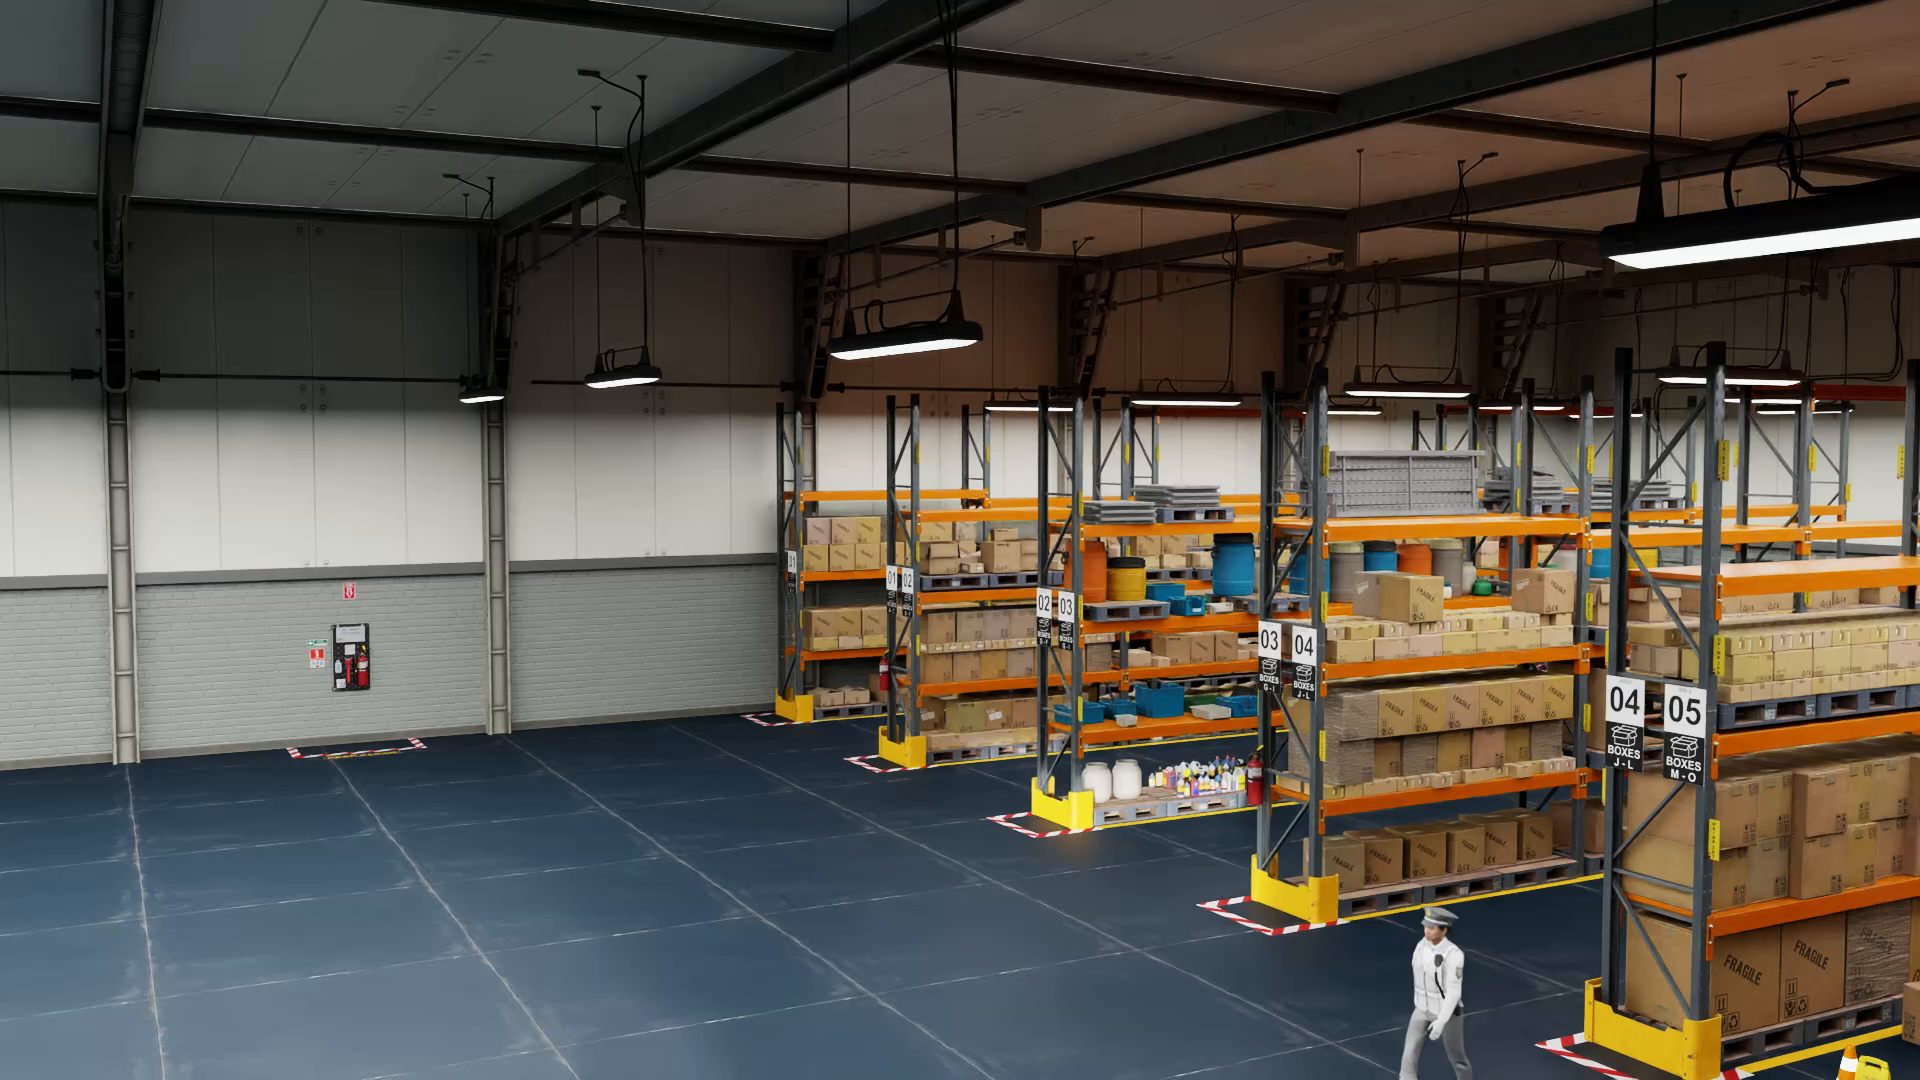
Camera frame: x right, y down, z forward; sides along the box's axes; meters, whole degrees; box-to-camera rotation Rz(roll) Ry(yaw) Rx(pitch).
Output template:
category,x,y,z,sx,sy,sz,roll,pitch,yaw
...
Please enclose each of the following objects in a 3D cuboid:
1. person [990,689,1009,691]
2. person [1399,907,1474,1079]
category,x,y,z,sx,sy,sz,roll,pitch,yaw
person,0.740,2.538,31.668,1.002,1.624,0.464,-3,4,-38
person,3.605,3.607,12.686,0.969,1.623,0.504,-2,4,-37
